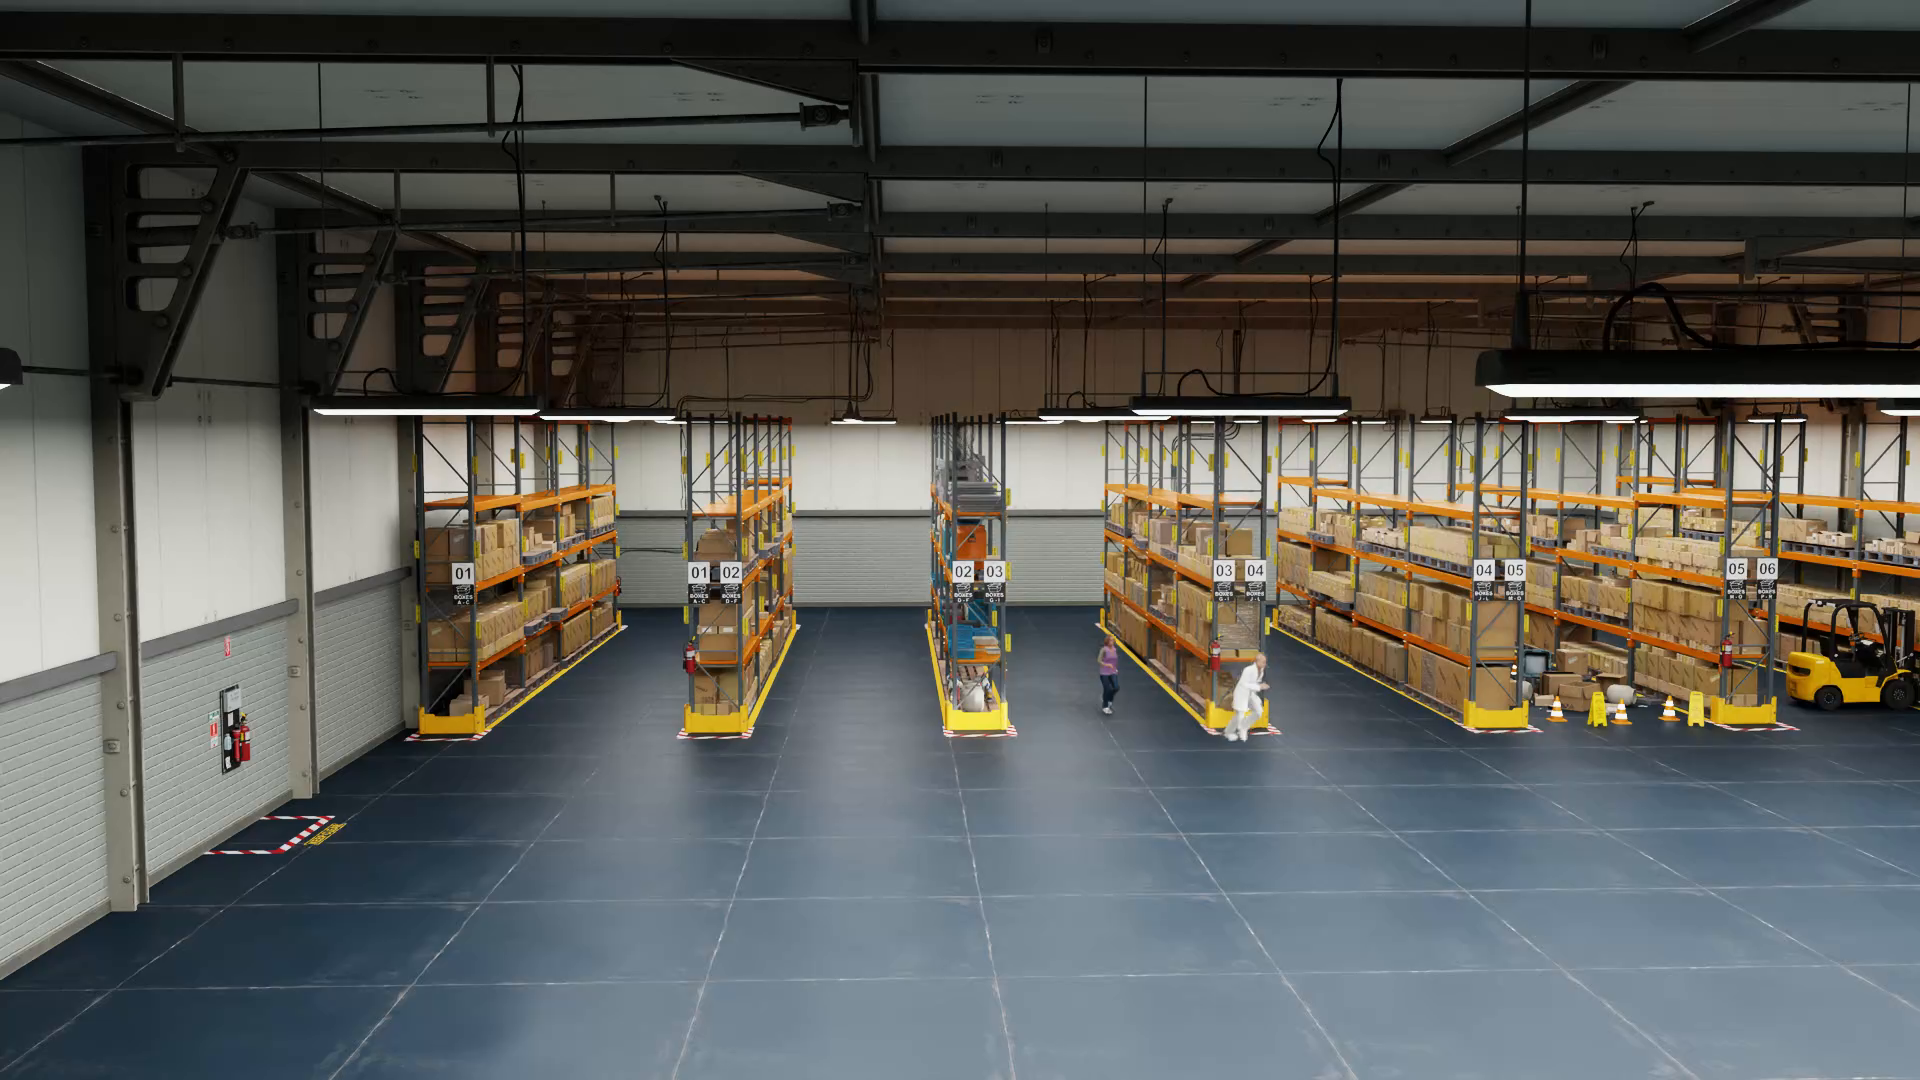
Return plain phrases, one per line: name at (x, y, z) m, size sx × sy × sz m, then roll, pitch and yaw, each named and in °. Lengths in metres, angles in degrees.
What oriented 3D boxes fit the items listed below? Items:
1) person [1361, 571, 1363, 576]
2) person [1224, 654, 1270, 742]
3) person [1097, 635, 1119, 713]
person at (11.458, 1.719, 47.035) m, size 0.574 × 1.682 × 0.852 m, roll -2°, pitch 4°, yaw -30°
person at (5.235, 2.855, 30.160) m, size 1.006 × 1.627 × 0.744 m, roll 4°, pitch 5°, yaw 44°
person at (2.979, 2.682, 33.149) m, size 0.519 × 1.565 × 0.552 m, roll -2°, pitch 4°, yaw -30°
